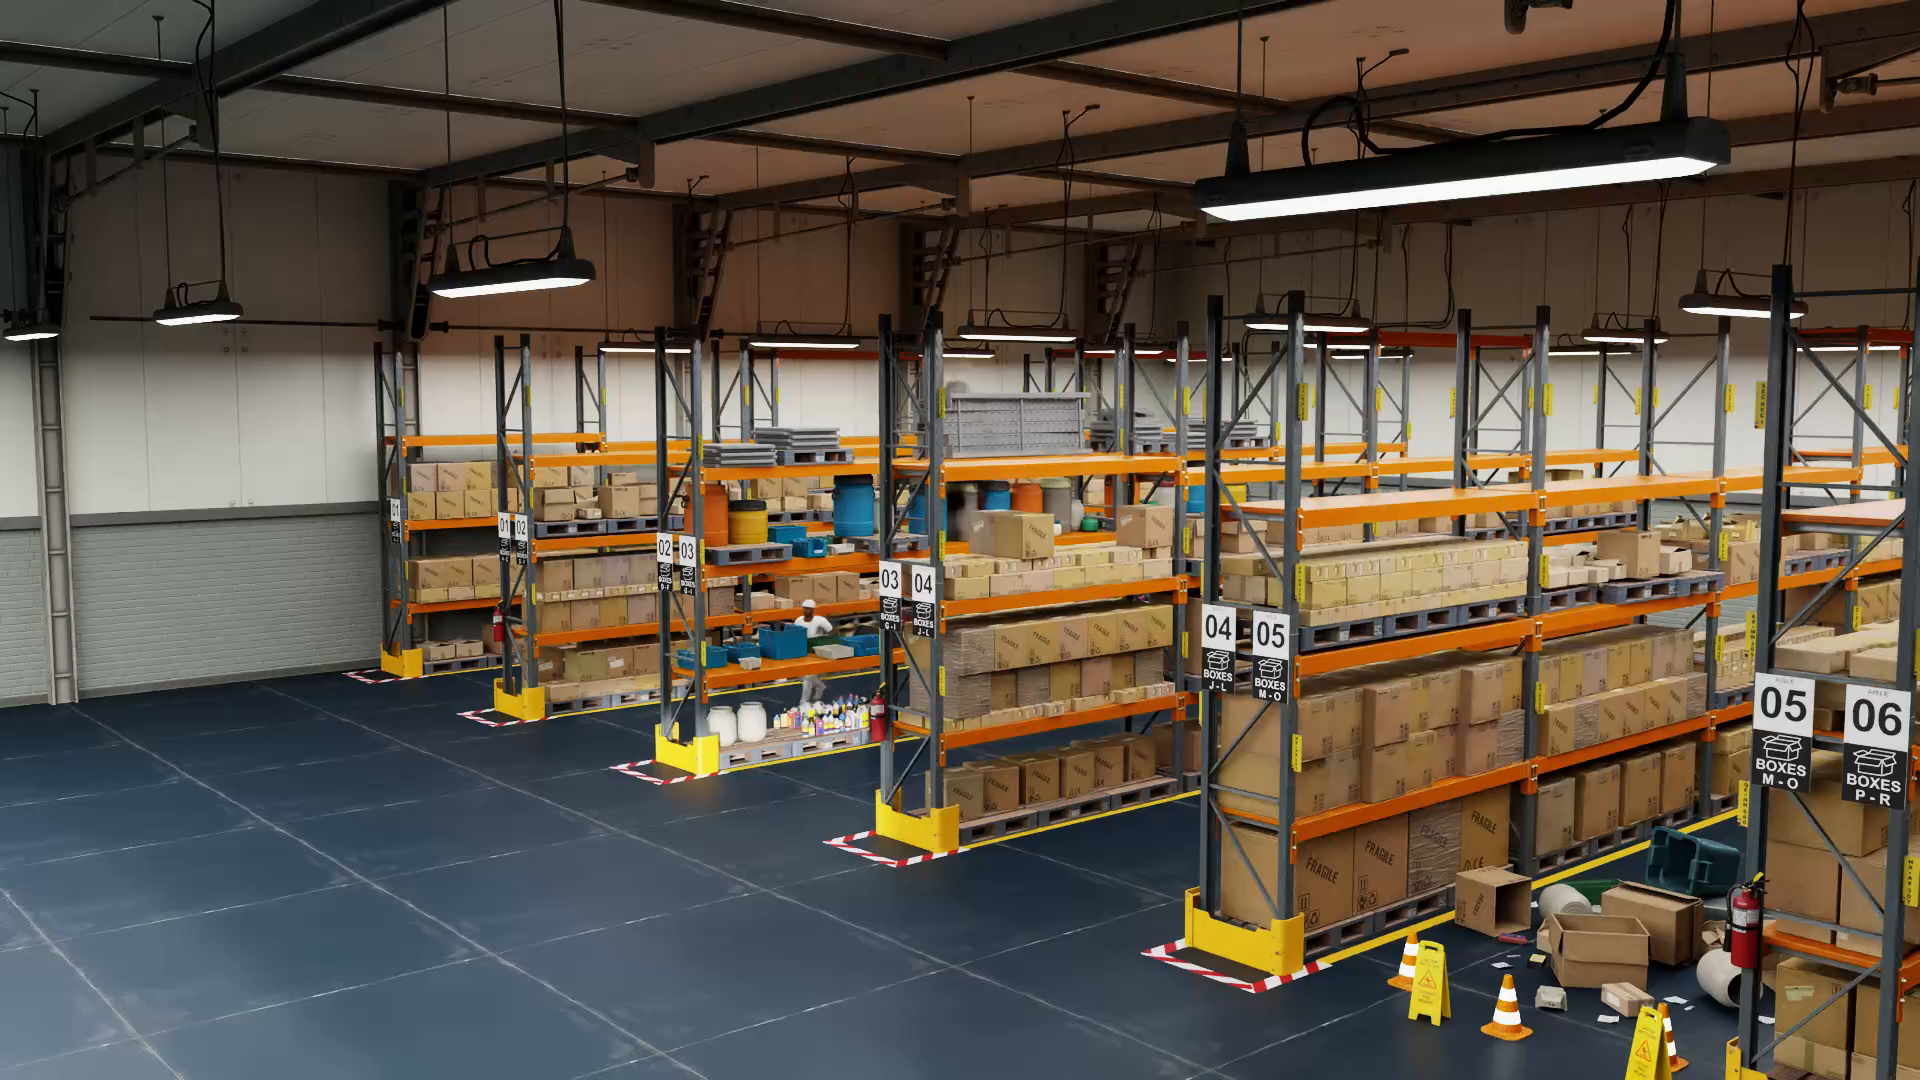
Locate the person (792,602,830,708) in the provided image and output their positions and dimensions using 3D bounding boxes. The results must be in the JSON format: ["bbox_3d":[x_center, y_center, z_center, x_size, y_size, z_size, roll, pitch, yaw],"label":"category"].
[{"bbox_3d":[-2.458,1.853,26.764,0.715,1.741,0.822,3,6,30],"label":"person"}]
